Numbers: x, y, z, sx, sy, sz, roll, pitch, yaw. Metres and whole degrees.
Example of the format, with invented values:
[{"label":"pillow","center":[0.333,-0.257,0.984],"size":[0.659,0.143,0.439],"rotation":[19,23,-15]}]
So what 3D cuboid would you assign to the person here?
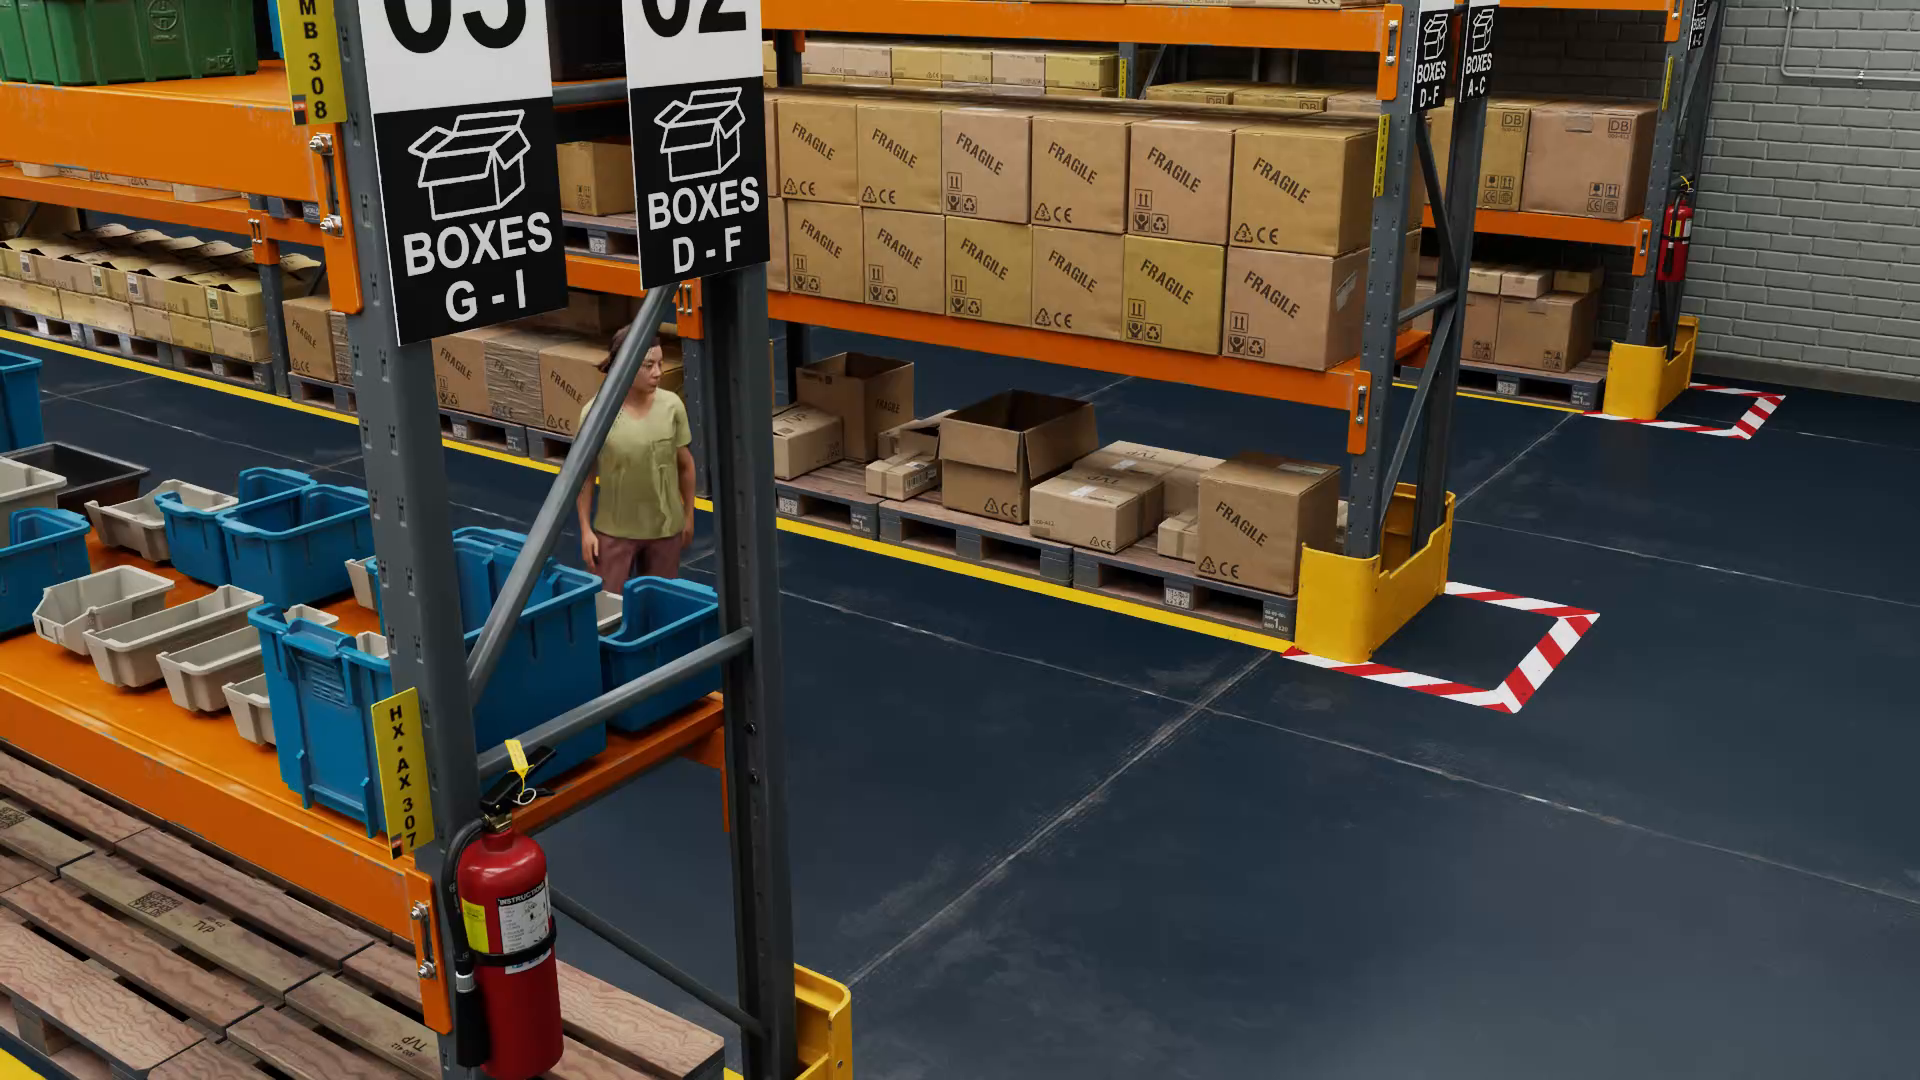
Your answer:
[{"label":"person","center":[-1.357,-0.046,6.651],"size":[0.625,1.667,0.436],"rotation":[-8,21,-21]}]
